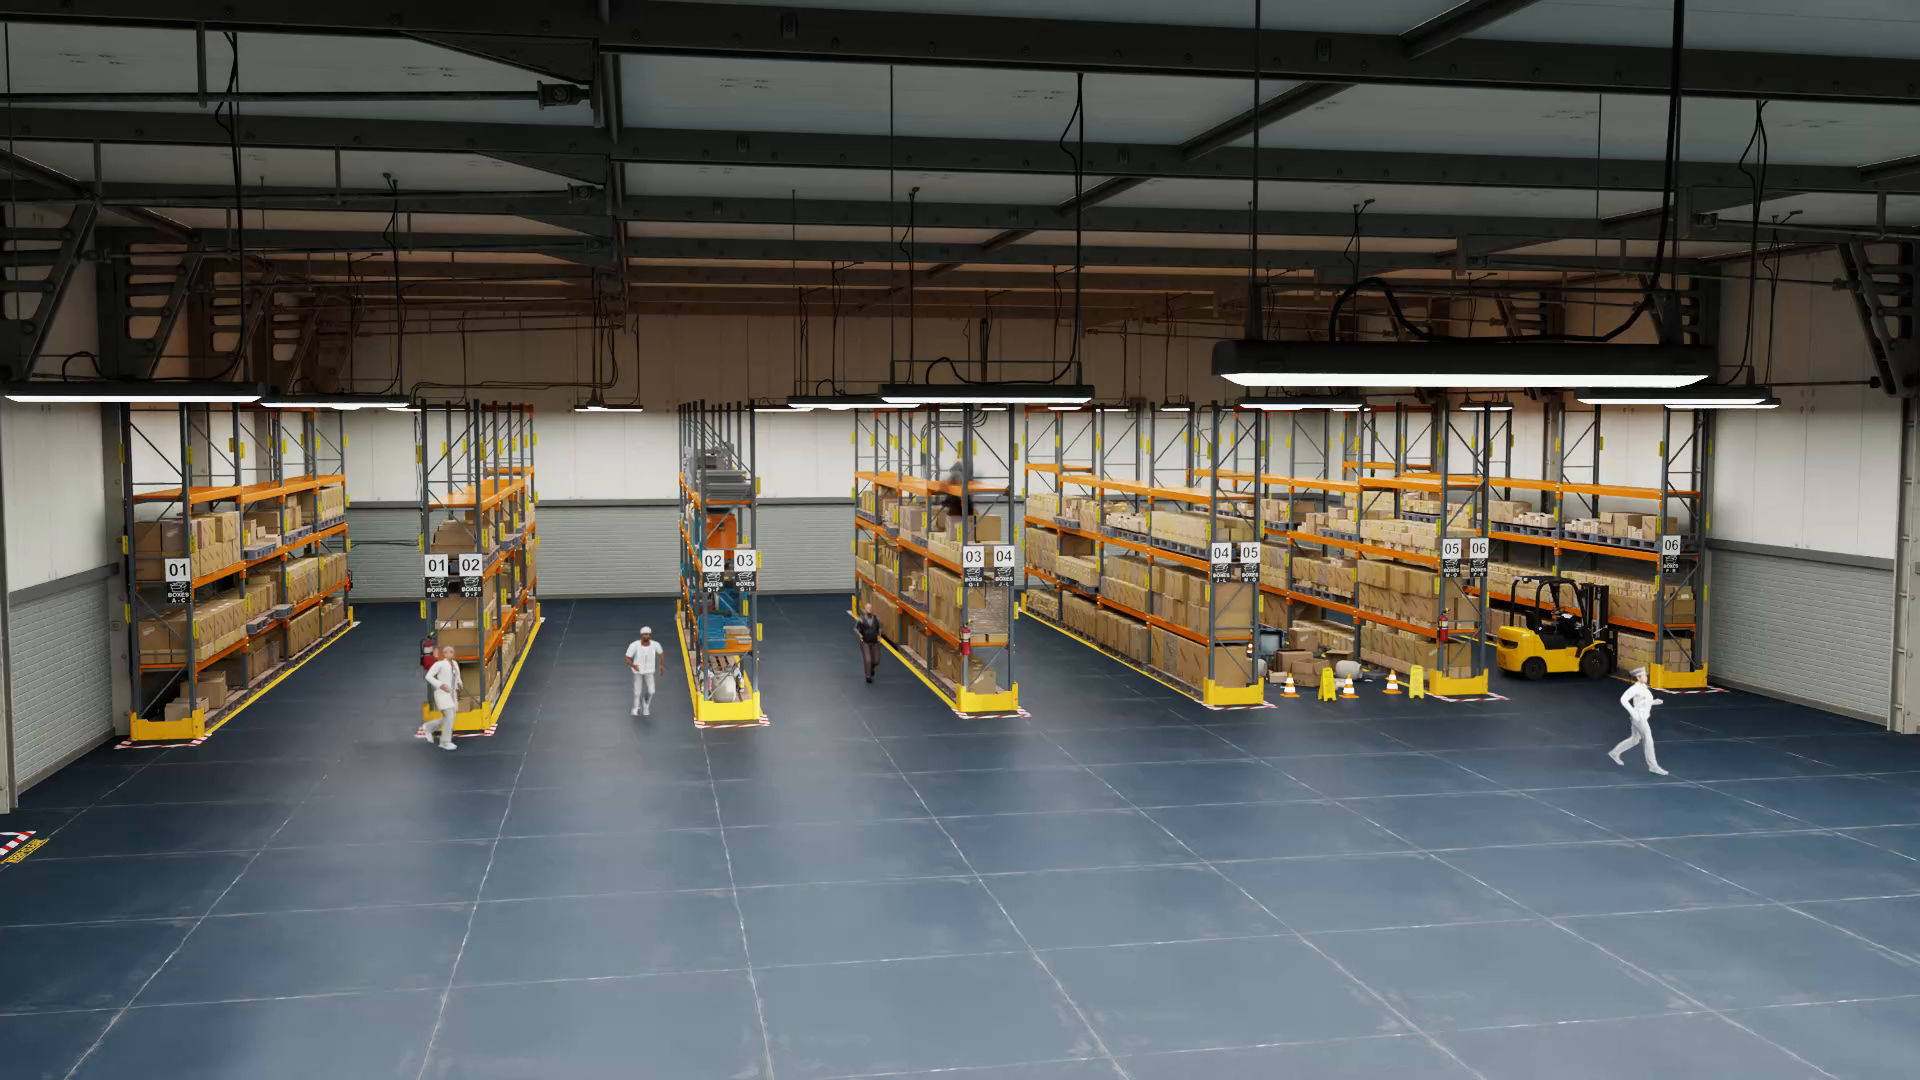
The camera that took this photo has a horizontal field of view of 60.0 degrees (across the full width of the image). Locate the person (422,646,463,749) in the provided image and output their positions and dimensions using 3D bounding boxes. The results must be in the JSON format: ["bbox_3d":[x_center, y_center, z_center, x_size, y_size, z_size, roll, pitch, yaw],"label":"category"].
[{"bbox_3d":[-8.922,2.712,28.767,0.793,1.735,0.752,2,5,25],"label":"person"}]

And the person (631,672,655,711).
[{"bbox_3d":[-5.983,2.824,31.371,0.396,0.880,0.612,-2,5,-20],"label":"person"}]

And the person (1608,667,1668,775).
[{"bbox_3d":[10.842,2.852,26.524,0.919,1.684,0.610,3,5,33],"label":"person"}]

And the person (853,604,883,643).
[{"bbox_3d":[-1.934,1.783,35.494,0.659,0.825,0.447,-1,4,-16],"label":"person"}]
